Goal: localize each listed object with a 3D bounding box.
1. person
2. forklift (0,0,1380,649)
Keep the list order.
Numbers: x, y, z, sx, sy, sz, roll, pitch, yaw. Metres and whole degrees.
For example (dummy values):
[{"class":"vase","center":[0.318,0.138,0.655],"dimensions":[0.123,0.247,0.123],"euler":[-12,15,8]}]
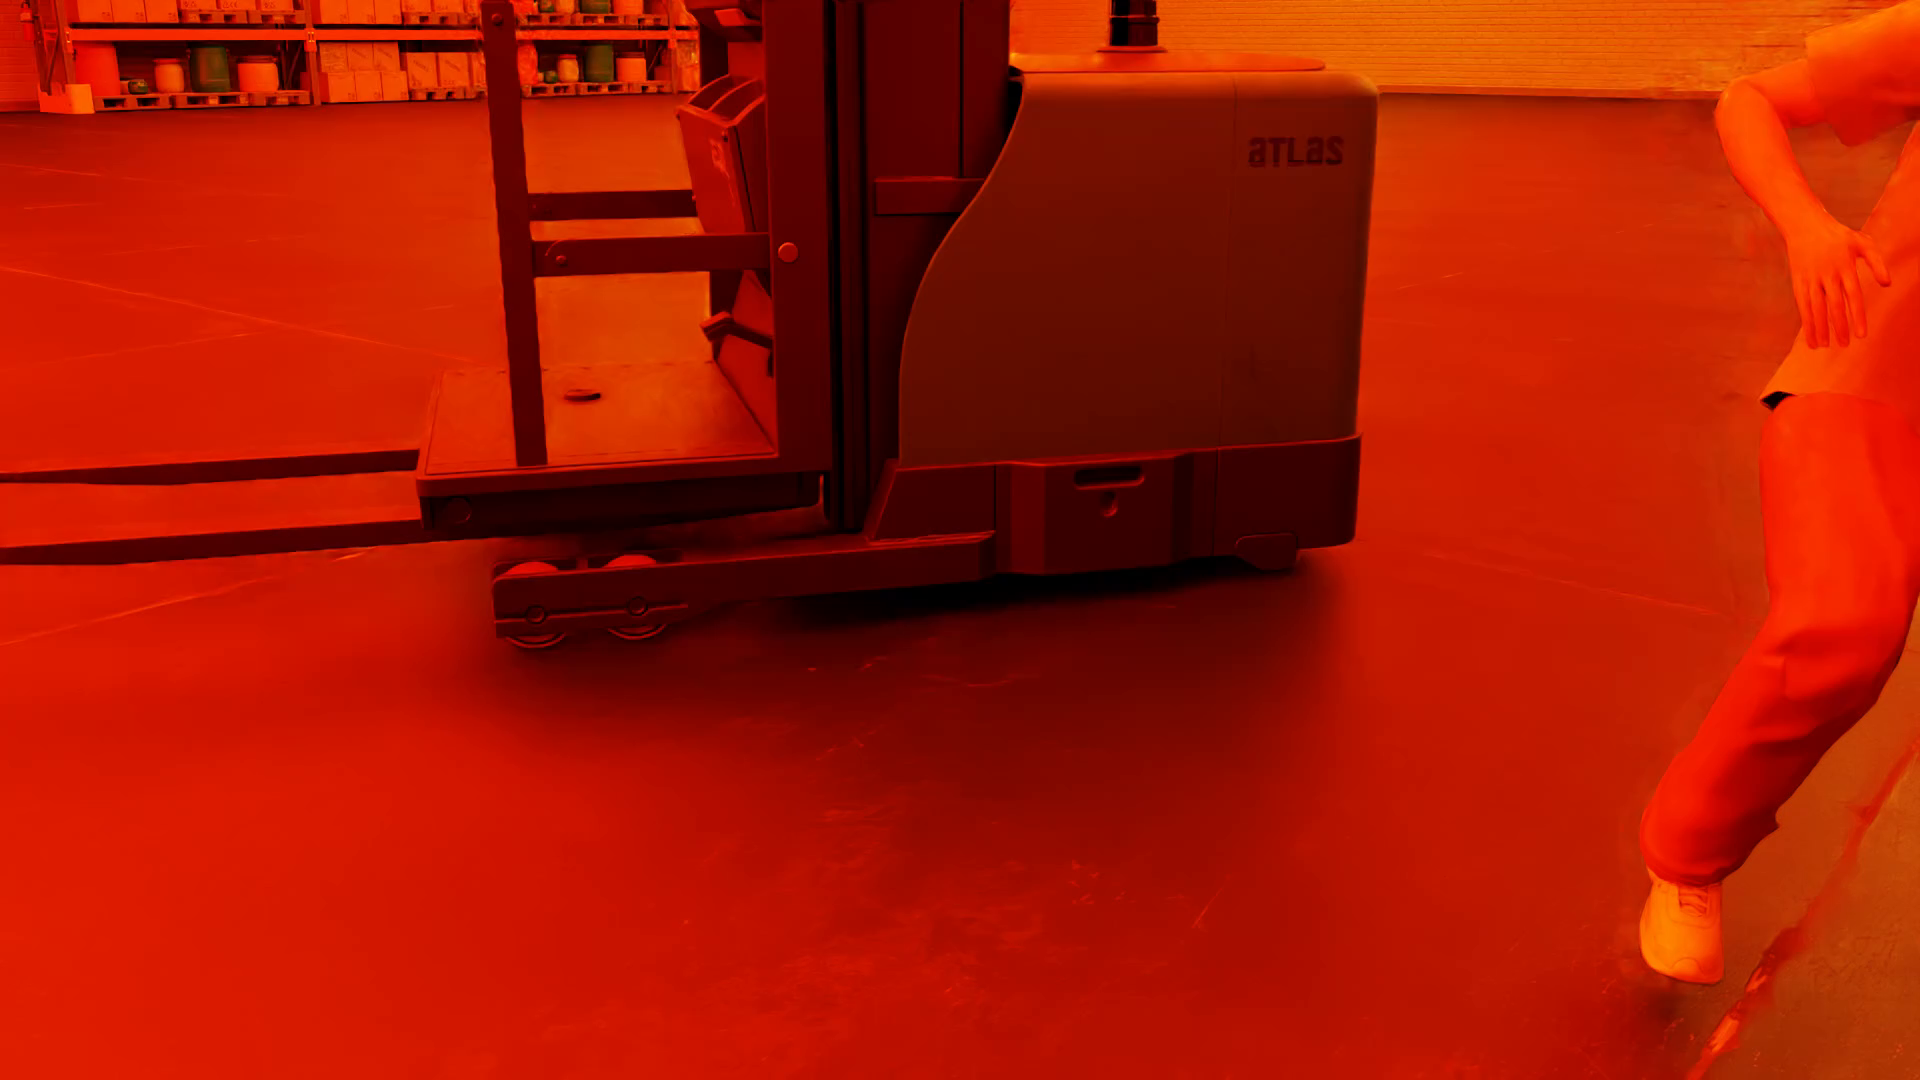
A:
[{"class":"person","center":[1.218,-0.067,1.828],"dimensions":[0.771,1.431,0.749],"euler":[6,18,18]},{"class":"forklift","center":[-0.688,-1.360,3.377],"dimensions":[3.031,2.935,1.130],"euler":[-4,17,-14]}]
